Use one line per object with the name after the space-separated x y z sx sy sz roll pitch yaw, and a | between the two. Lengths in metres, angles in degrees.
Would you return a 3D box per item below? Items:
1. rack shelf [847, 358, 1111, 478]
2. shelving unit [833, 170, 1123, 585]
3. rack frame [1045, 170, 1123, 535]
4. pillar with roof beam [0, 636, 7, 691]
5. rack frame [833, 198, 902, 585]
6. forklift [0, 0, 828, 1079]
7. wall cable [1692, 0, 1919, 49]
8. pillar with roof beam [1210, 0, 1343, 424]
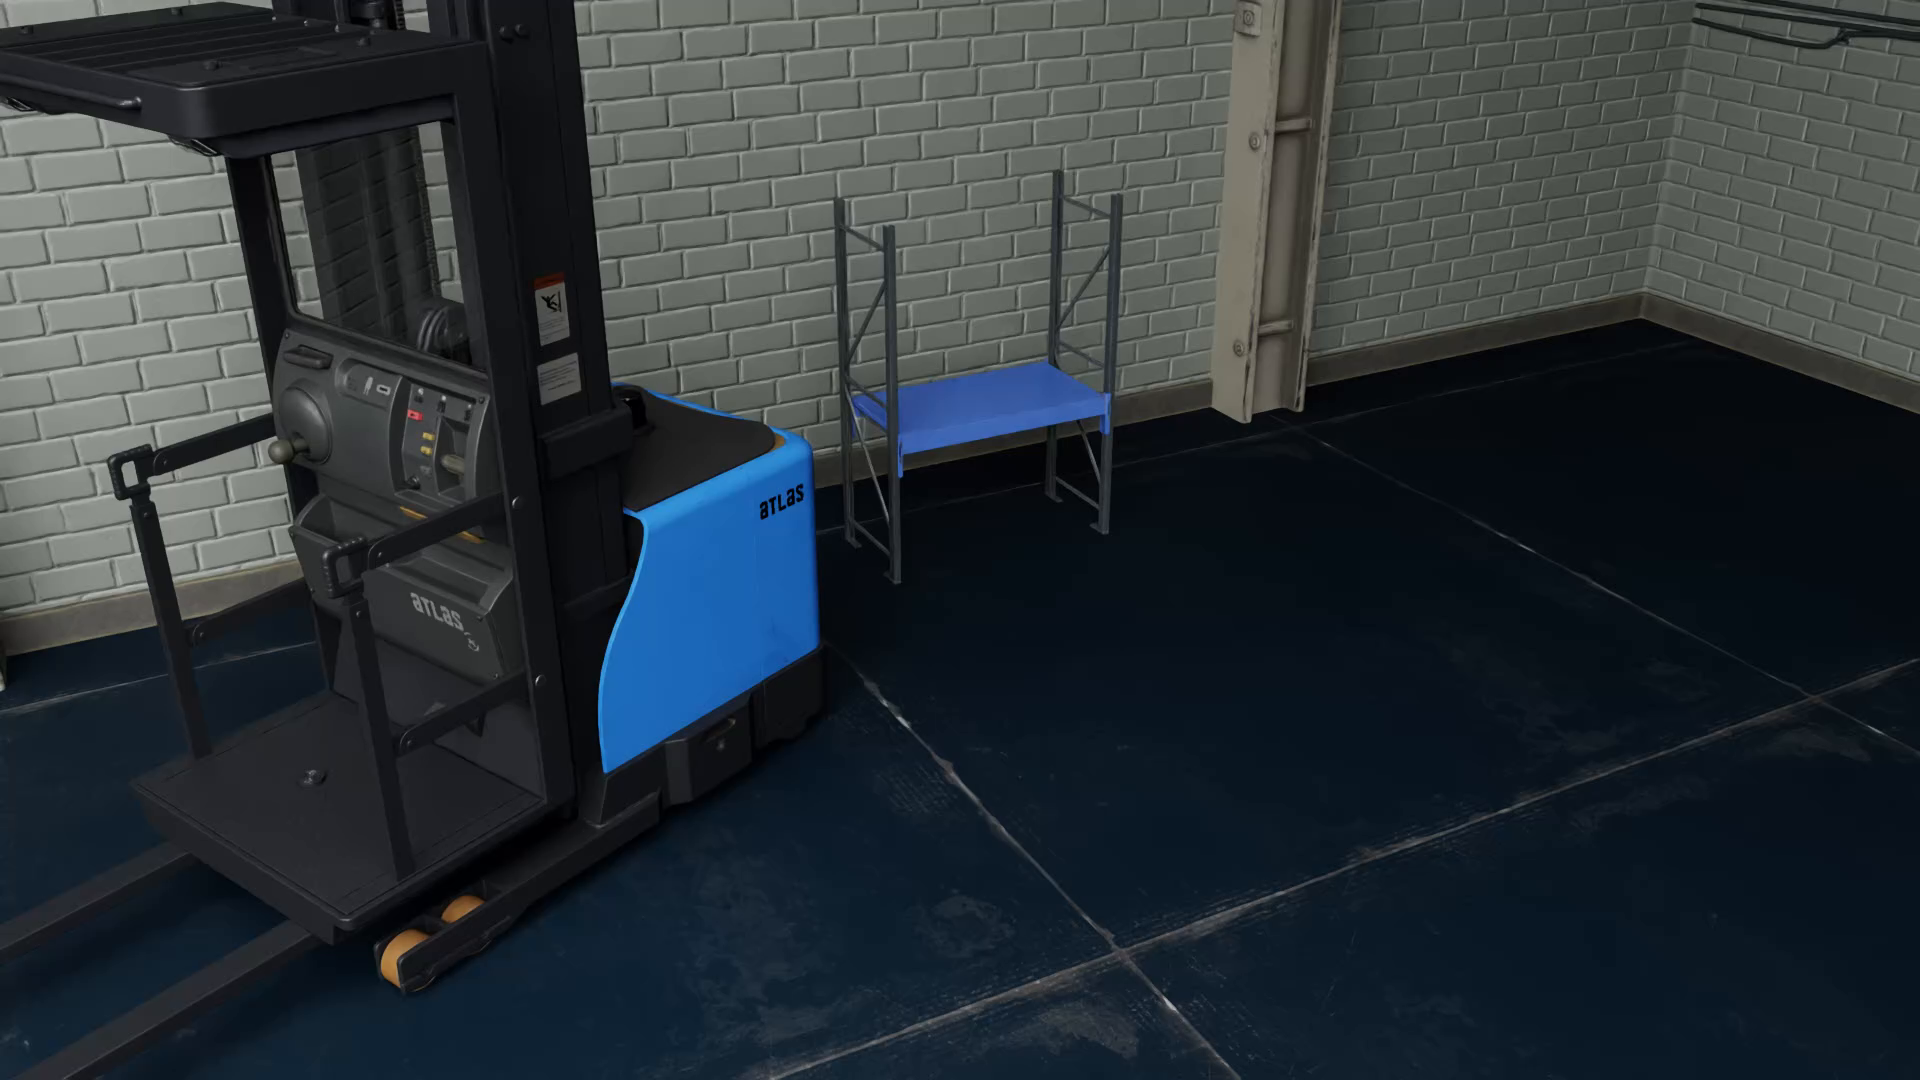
0.075 -0.531 7.039 1.000 0.185 0.538 -13 29 -25 | rack shelf
0.075 -0.693 6.962 1.048 1.500 0.538 -13 29 -25 | shelving unit
0.524 -0.797 7.177 0.032 1.500 0.500 -13 29 -25 | rack frame
-1.722 -1.882 0.774 0.400 9.000 9.100 -13 29 -25 | pillar with roof beam
-0.373 -0.590 6.746 0.032 1.500 0.500 -13 29 -25 | rack frame
-1.754 -0.306 4.500 1.130 2.935 3.031 18 31 33 | forklift
4.768 -3.444 7.613 0.112 2.526 3.097 -13 29 -25 | wall cable
3.572 -3.105 3.319 0.400 9.000 9.100 -13 29 -25 | pillar with roof beam
